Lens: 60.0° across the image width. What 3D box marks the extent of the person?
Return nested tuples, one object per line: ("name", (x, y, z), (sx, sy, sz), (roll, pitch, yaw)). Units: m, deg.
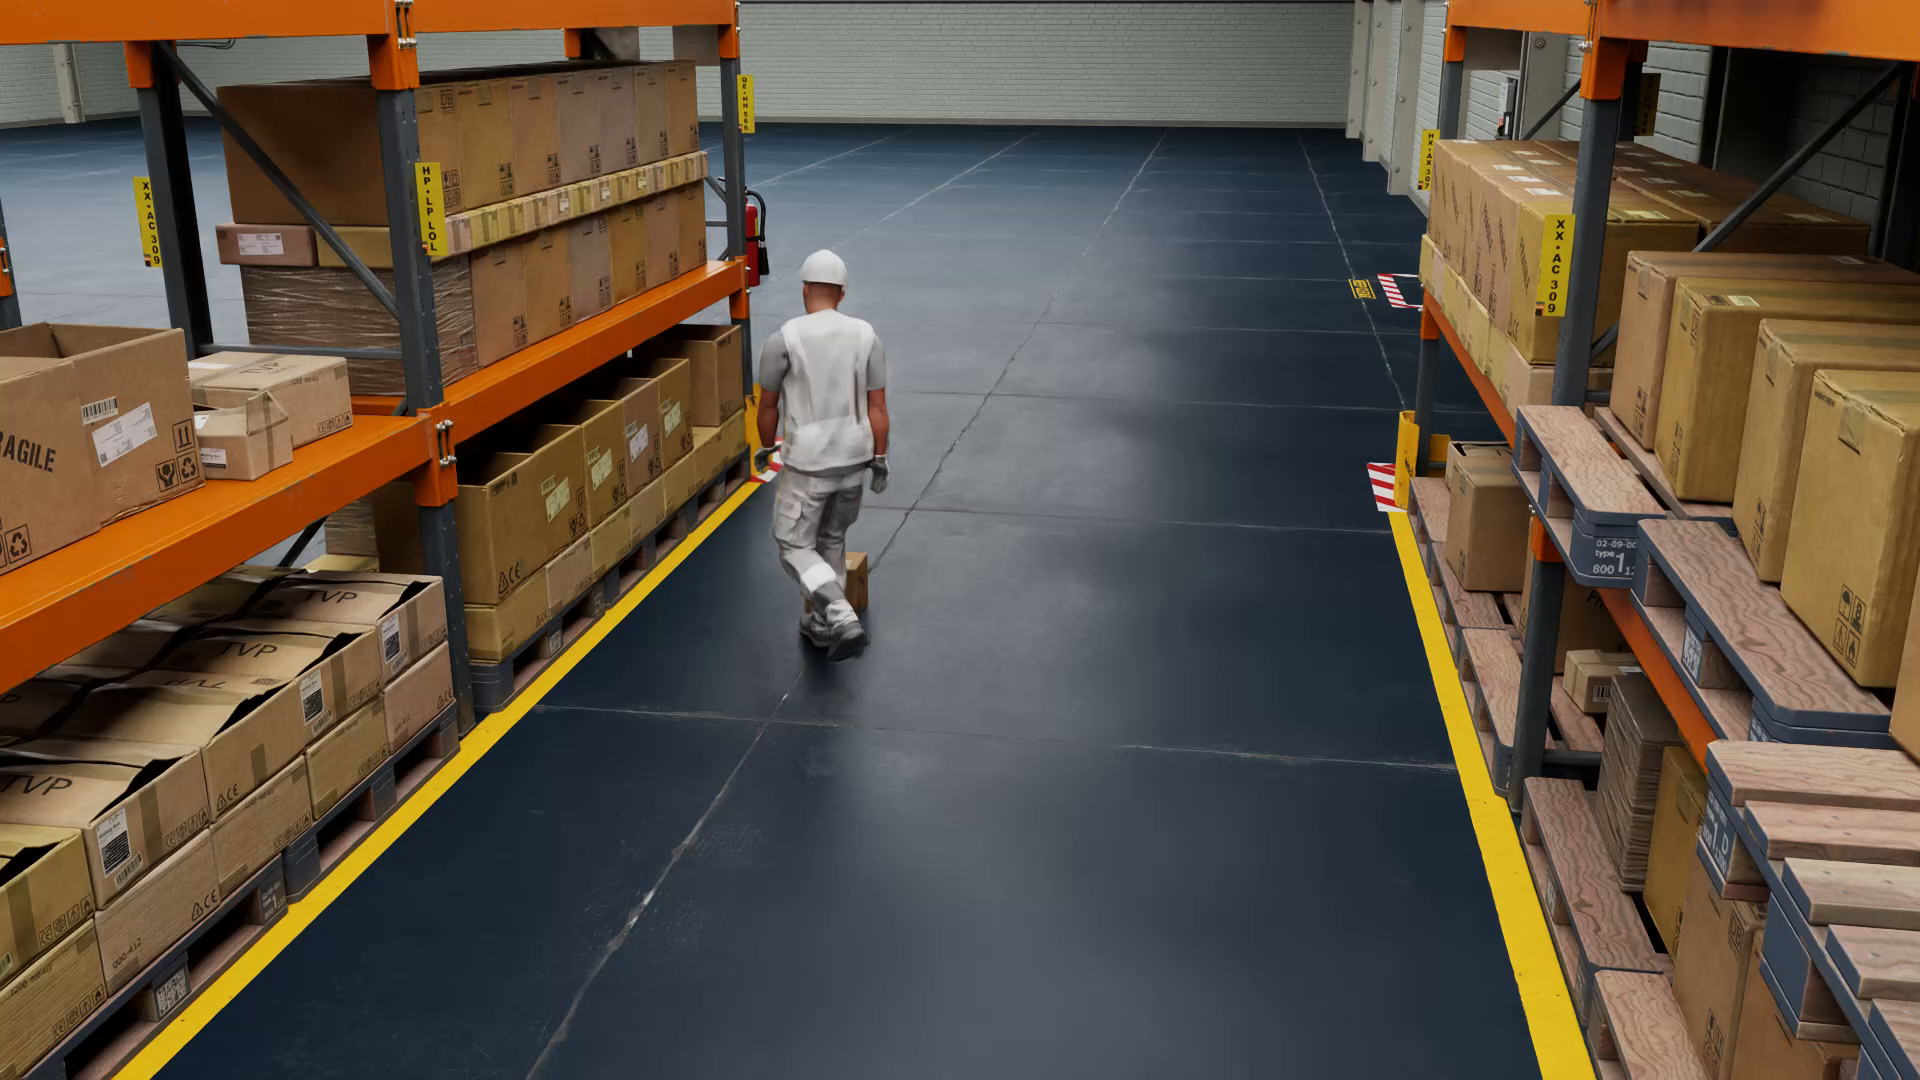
("person", (-0.551, -0.320, 7.006), (0.554, 1.760, 0.832), (-10, 20, -28))
